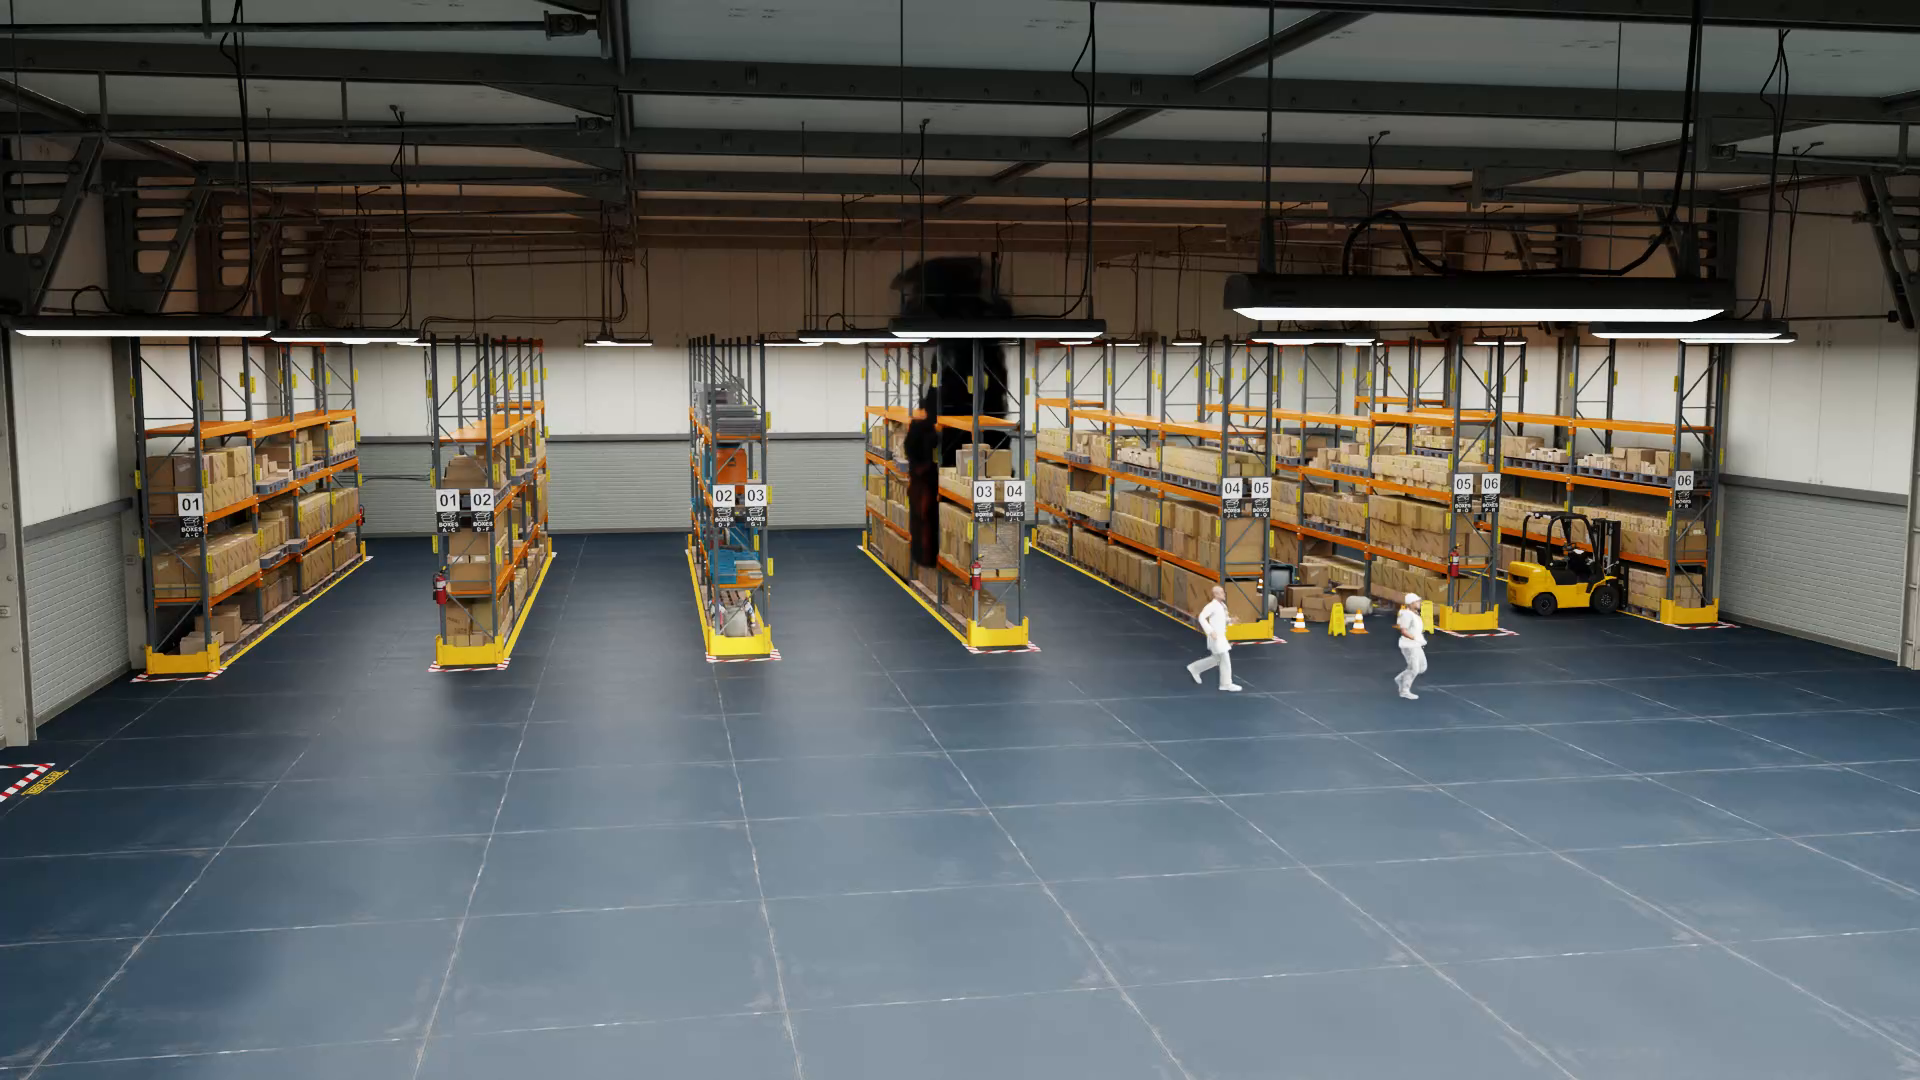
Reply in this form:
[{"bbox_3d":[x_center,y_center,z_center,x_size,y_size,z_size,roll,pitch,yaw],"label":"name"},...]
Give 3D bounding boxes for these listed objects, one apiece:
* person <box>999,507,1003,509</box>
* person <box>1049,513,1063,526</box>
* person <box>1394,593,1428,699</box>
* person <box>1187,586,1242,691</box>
[{"bbox_3d":[0.963,-0.657,47.997,0.806,1.728,0.899,2,7,16],"label":"person"},{"bbox_3d":[2.966,-0.881,50.007,0.808,1.751,0.666,-2,7,-20],"label":"person"},{"bbox_3d":[7.395,1.736,27.253,0.581,1.743,0.686,3,7,28],"label":"person"},{"bbox_3d":[4.271,1.641,27.914,0.955,1.756,0.709,3,7,22],"label":"person"}]
